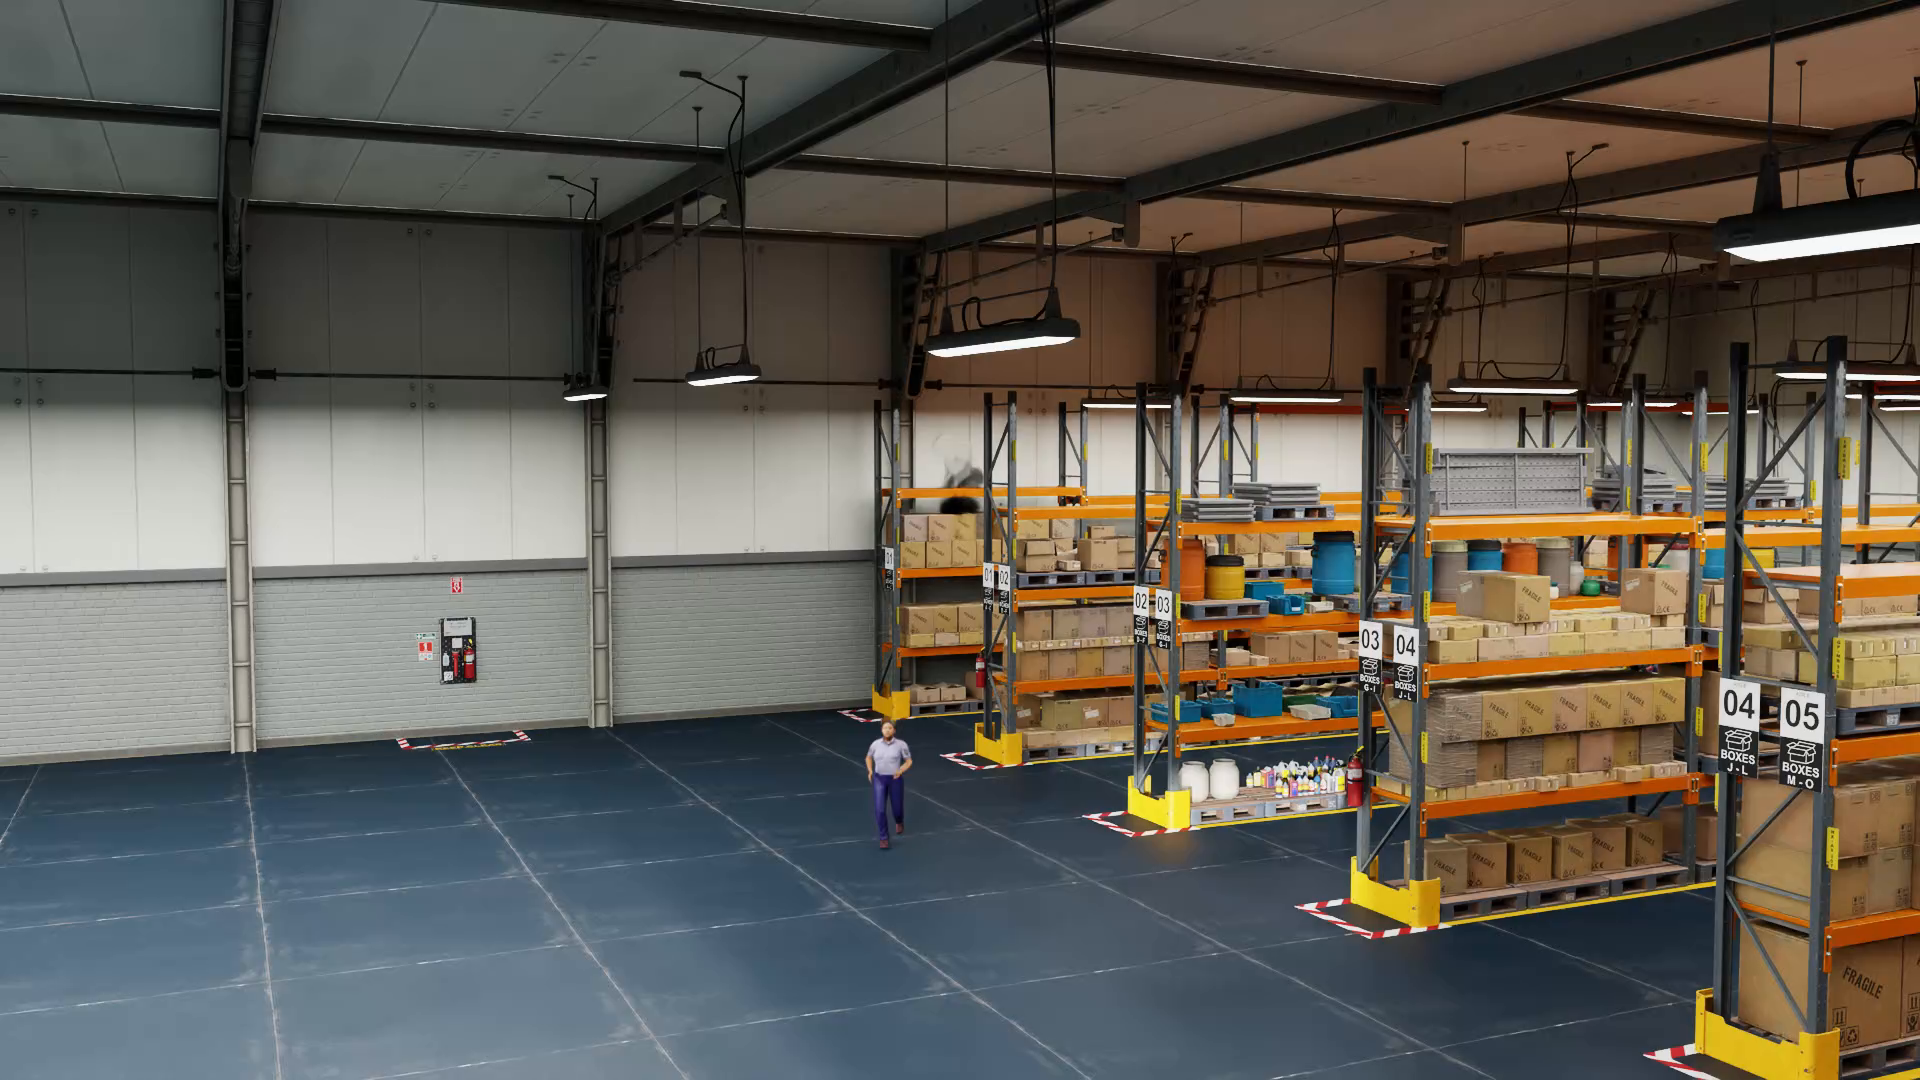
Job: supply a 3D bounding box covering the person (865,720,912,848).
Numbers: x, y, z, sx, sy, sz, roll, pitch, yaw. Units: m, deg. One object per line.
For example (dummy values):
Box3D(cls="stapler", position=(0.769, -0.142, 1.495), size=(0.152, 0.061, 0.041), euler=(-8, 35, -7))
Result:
Box3D(cls="person", position=(-0.926, 3.118, 21.416), size=(0.613, 1.599, 0.687), euler=(0, 3, 5))
